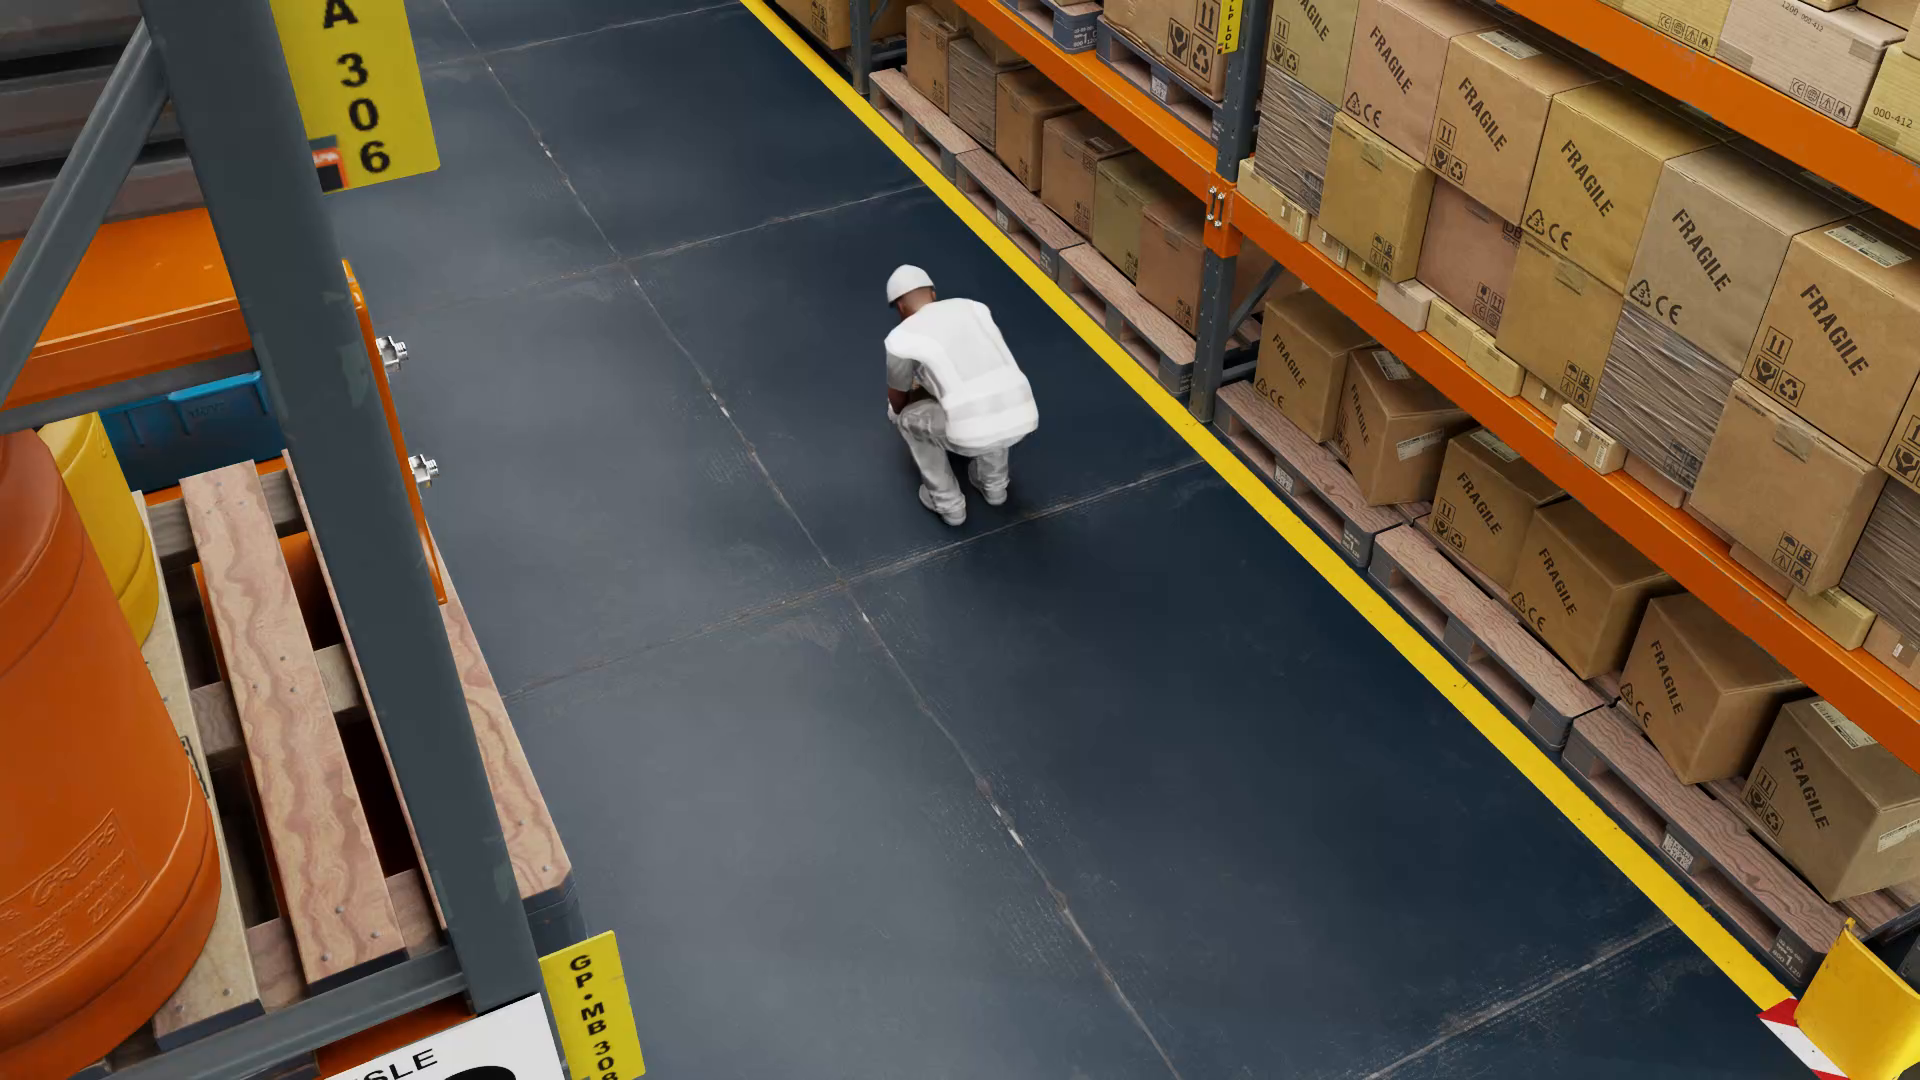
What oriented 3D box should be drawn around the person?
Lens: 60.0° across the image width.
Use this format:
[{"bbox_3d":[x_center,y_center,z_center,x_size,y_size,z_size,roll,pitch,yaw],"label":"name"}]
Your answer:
[{"bbox_3d":[-0.040,-0.629,7.470,0.547,1.004,0.920,-20,45,-22],"label":"person"}]
